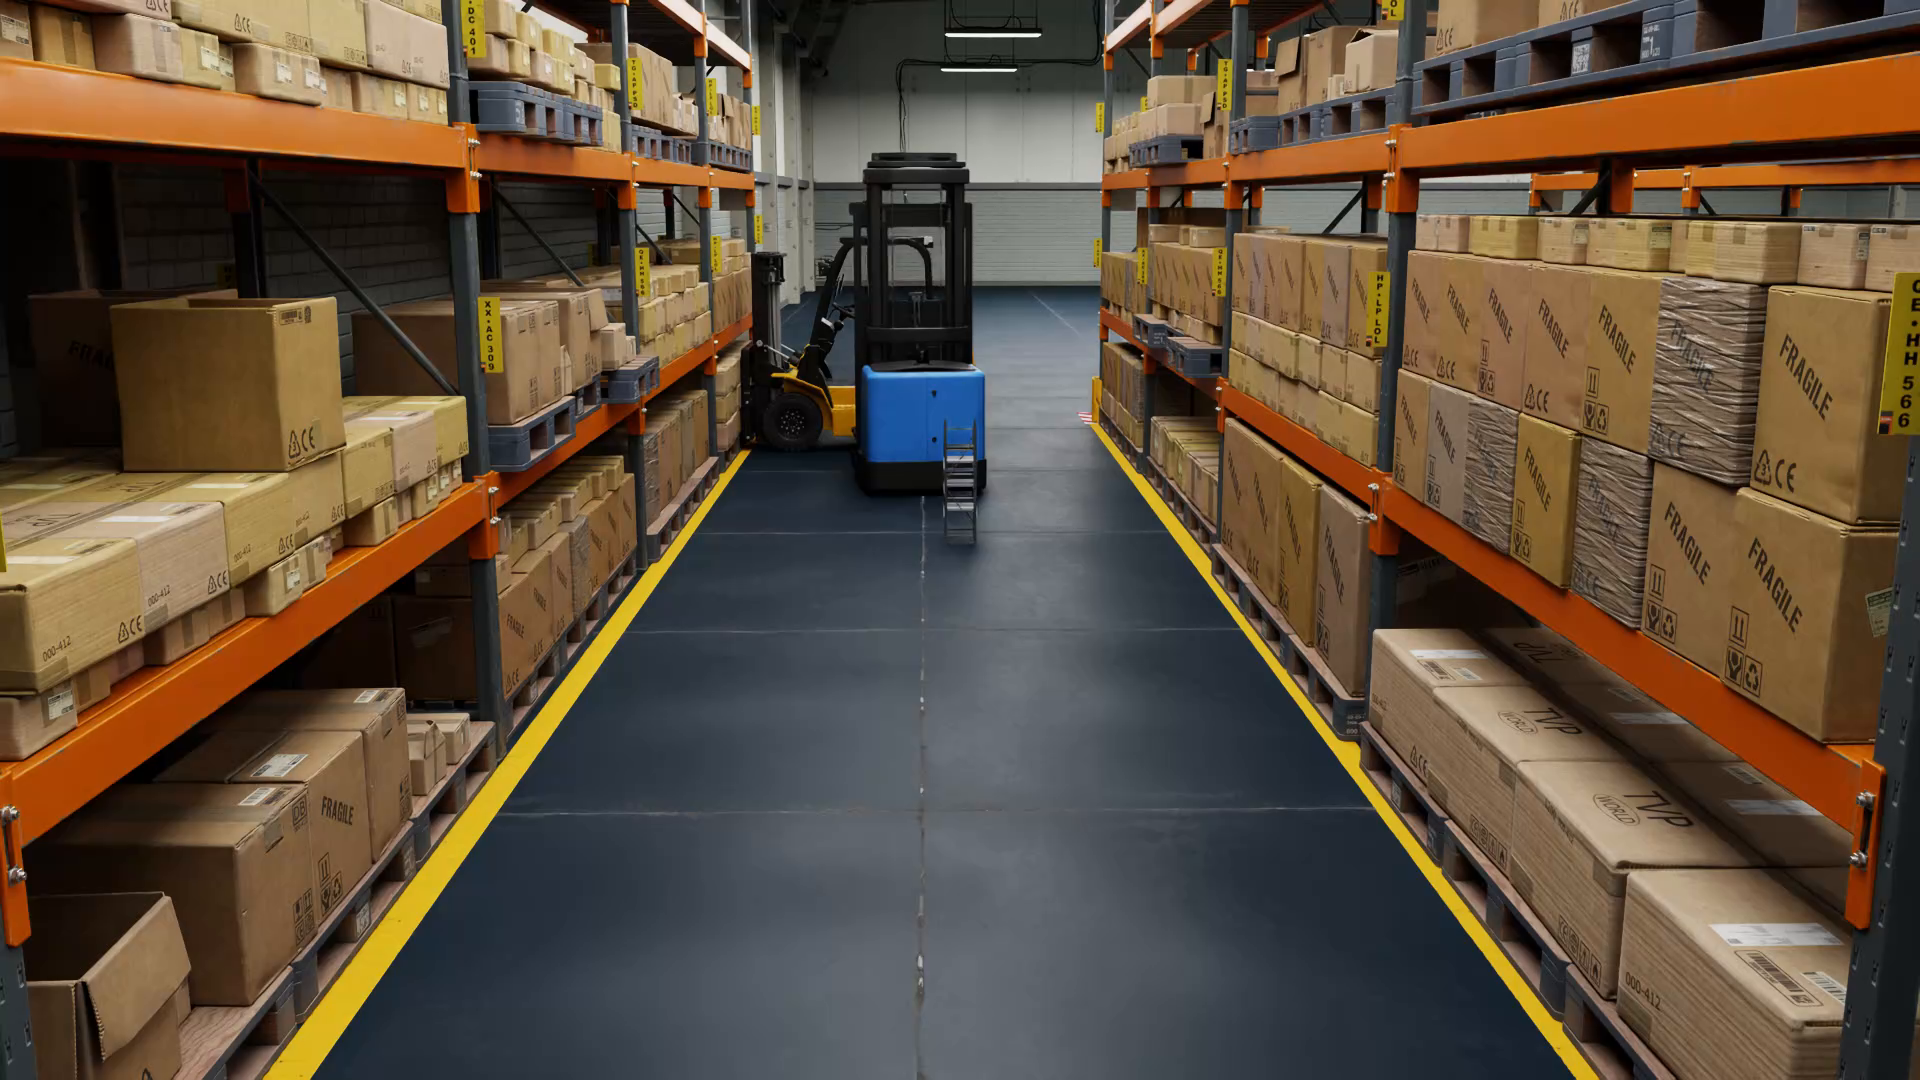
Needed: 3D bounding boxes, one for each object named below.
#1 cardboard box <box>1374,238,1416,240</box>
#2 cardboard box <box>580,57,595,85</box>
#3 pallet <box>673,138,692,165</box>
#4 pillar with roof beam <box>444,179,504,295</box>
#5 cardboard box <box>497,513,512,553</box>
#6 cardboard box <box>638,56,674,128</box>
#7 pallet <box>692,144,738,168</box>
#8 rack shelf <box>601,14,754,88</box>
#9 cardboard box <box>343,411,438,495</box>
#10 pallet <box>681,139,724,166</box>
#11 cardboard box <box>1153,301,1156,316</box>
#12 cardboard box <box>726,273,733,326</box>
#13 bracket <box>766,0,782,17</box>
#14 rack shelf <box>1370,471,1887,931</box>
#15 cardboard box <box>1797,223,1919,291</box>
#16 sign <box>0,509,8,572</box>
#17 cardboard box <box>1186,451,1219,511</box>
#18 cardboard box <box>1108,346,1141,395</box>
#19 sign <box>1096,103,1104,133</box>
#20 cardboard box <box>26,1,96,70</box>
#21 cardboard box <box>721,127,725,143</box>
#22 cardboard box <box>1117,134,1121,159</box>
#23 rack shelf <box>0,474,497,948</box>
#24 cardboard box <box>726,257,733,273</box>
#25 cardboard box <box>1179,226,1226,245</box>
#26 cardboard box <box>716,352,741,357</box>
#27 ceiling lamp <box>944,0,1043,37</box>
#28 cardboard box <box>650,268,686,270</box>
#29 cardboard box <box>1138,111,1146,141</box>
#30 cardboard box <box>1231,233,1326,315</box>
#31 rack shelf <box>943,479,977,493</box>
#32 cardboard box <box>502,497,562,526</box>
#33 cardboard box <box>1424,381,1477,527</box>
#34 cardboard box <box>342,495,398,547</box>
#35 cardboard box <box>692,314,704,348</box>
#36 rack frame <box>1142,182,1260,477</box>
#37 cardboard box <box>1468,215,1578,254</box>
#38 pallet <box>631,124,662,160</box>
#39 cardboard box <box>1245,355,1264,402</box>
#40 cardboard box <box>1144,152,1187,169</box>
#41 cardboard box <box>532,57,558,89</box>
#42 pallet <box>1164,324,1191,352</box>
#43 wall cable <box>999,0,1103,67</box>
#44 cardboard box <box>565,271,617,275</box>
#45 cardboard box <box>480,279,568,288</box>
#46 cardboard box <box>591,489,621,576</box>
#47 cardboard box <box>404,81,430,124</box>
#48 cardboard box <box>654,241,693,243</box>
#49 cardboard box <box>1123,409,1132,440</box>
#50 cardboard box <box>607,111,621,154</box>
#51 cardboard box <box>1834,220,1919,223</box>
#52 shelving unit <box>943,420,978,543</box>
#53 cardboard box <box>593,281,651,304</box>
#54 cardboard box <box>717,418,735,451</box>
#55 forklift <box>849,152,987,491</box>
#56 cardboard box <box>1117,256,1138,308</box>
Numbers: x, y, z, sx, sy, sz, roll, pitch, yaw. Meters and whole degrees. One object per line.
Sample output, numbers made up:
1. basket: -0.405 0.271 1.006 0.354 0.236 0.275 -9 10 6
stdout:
1. cardboard box: 2.590 -1.416 9.226 0.500 0.500 0.500 0 11 -2
2. cardboard box: -2.412 -2.824 10.016 0.380 0.149 0.250 -1 11 -3
3. pallet: -2.722 -3.255 13.994 0.805 0.209 1.217 -1 11 -3
4. pillar with roof beam: 0.706 -4.472 11.968 9.100 9.000 0.400 0 11 -1
5. cardboard box: -2.382 -0.032 8.022 0.380 0.149 0.250 -1 11 -4
6. cardboard box: -2.463 -3.380 12.570 0.500 0.500 0.500 0 11 0
7. pallet: -2.819 -3.892 16.876 1.003 0.211 1.213 0 11 -1
8. rack shelf: -2.794 -4.843 16.612 1.077 0.370 4.000 0 11 -1
9. cardboard box: -2.308 -0.336 6.300 0.500 0.250 0.500 0 11 -1
10. pallet: -2.797 -3.650 15.683 1.003 0.211 1.213 0 11 -1
11. cardboard box: 1.905 -2.046 14.677 0.380 0.149 0.250 0 11 0
12. cardboard box: -2.540 -2.396 16.574 0.500 0.500 0.500 0 11 -2
13. bracket: -3.678 -10.396 32.115 0.076 0.066 4.783 0 11 -1
14. rack shelf: 2.416 0.266 5.515 1.077 0.370 4.000 0 11 -1
15. cardboard box: 2.221 -0.667 3.906 0.380 0.149 0.250 0 11 0
16. sign: -1.963 -0.095 3.305 0.100 0.325 0.005 0 11 -1
17. cardboard box: 2.267 -0.457 12.818 0.950 0.372 0.625 0 11 -2
18. cardboard box: 1.883 -1.826 17.987 0.500 0.500 0.500 -1 11 -3
19. sign: 1.584 -4.766 18.765 0.100 0.325 0.005 0 11 -1
20. cardboard box: -2.299 -1.183 3.931 0.380 0.149 0.250 0 11 -1
21. cardboard box: -2.475 -3.899 16.011 0.380 0.149 0.250 0 11 1
22. cardboard box: 1.907 -4.108 17.350 0.500 0.250 0.500 0 11 1
23. rack shelf: -2.546 0.287 5.411 1.077 0.370 4.000 0 11 -1
24. cardboard box: -2.509 -2.792 16.896 0.380 0.149 0.250 0 11 -2
25. cardboard box: 1.991 -2.483 13.566 0.380 0.149 0.250 0 11 2
26. cardboard box: -2.475 -1.804 17.253 0.500 0.250 0.500 0 11 -2
27. ceiling lamp: 0.674 -11.911 33.958 2.000 3.185 0.800 0 11 -1
28. cardboard box: -2.548 -2.253 14.239 0.380 0.149 0.250 0 11 -1
29. cardboard box: 1.821 -3.559 14.336 0.500 0.250 0.500 -1 11 -3
30. cardboard box: 2.058 -1.720 10.725 0.500 0.500 0.500 -1 11 -3
31. rack shelf: 0.000 -0.407 12.468 0.258 0.077 0.200 0 11 -1
32. cardboard box: -2.453 -0.147 9.340 0.380 0.149 0.250 0 11 -1
33. cardboard box: 2.129 -0.339 6.435 0.500 0.500 0.500 0 11 -1
34. cardboard box: -2.260 -0.072 6.000 0.380 0.149 0.250 0 11 -2
35. cardboard box: -2.465 -1.781 14.171 0.500 0.250 0.500 0 11 -1
36. rack frame: 2.209 -2.075 15.242 1.000 3.000 0.127 0 11 -1
37. cardboard box: 2.191 -1.176 6.414 0.380 0.149 0.250 0 11 -2
38. pallet: -2.774 -2.771 11.602 1.213 0.211 1.003 0 11 1
39. cardboard box: 2.079 -1.006 10.350 0.500 0.250 0.500 -1 11 -3
40. cardboard box: 1.897 -3.483 15.272 0.380 0.149 0.250 0 11 -1
41. cardboard box: -2.220 -2.329 8.276 0.380 0.149 0.250 0 11 -2
42. pallet: 2.210 -1.579 13.280 1.003 0.211 1.213 0 11 -1
43. wall cable: 2.718 -15.408 49.540 3.097 2.526 0.112 0 11 -1
44. cardboard box: -2.987 -2.096 13.464 0.380 0.149 0.250 0 11 -2
45. cardboard box: -2.816 -1.410 10.659 0.500 0.500 0.500 0 11 2
46. cardboard box: -2.447 -0.057 10.524 0.500 0.500 0.500 0 11 -2
47. cardboard box: -2.283 -1.691 6.439 0.380 0.149 0.250 0 11 -1
48. cardboard box: -3.030 -3.088 17.603 0.380 0.149 0.250 0 11 1
49. cardboard box: 1.908 -1.155 16.569 0.500 0.250 0.500 -1 11 -3
50. cardboard box: -2.417 -2.554 10.437 0.500 0.250 0.500 -1 11 -3
51. cardboard box: 2.678 -0.826 4.689 0.380 0.149 0.250 0 11 -1
52. shelving unit: 0.000 -0.439 12.462 0.258 0.900 0.210 0 11 -1
53. cardboard box: -2.389 -1.743 11.723 0.380 0.149 0.250 0 11 0
54. cardboard box: -2.432 -1.009 15.850 0.500 0.250 0.500 0 11 -1
55. forklift: -0.460 -2.107 15.575 1.130 2.935 3.031 -1 12 -7
56. cardboard box: 1.904 -2.664 17.147 0.500 0.500 0.500 0 11 -2
